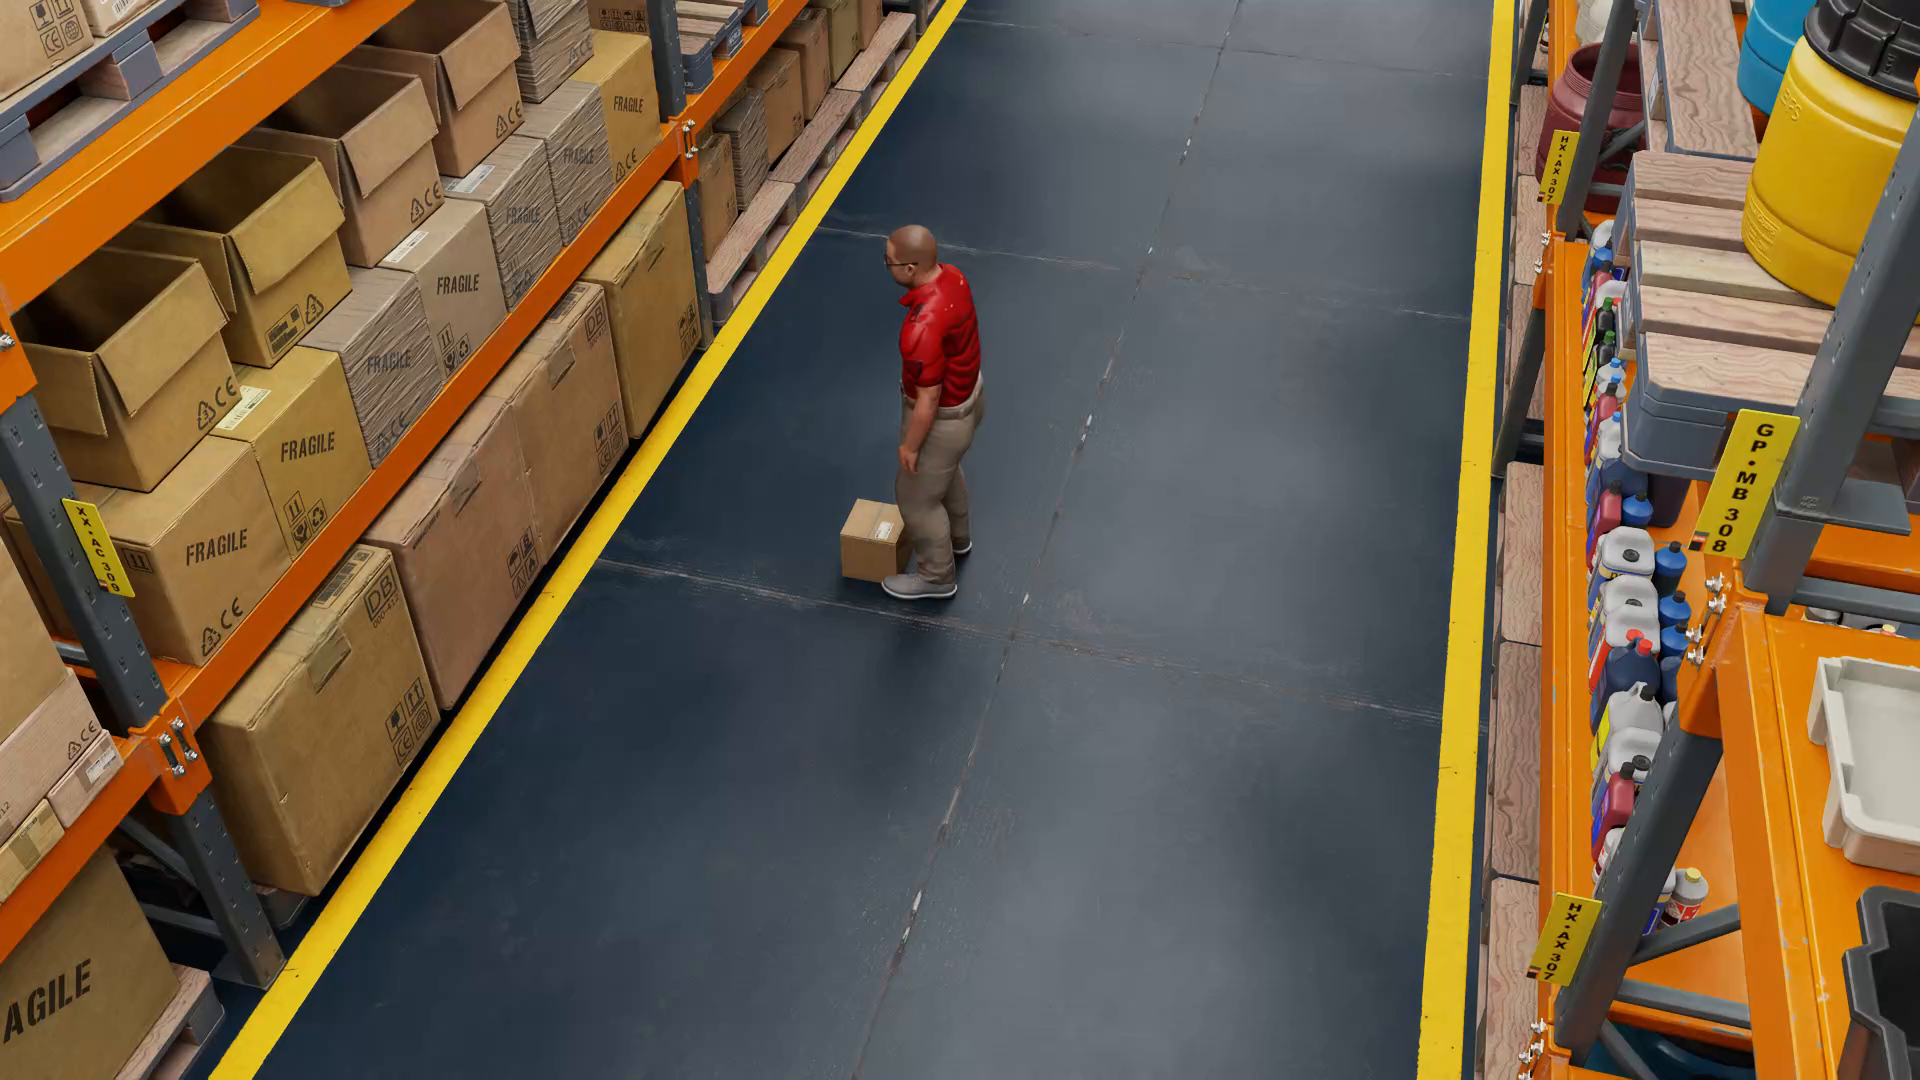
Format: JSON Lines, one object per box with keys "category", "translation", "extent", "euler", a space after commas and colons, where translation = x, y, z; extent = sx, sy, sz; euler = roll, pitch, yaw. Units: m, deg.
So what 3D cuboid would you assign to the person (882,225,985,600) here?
{"category": "person", "translation": [-0.117, -0.515, 6.767], "extent": [0.392, 1.726, 0.585], "euler": [10, 42, 11]}
